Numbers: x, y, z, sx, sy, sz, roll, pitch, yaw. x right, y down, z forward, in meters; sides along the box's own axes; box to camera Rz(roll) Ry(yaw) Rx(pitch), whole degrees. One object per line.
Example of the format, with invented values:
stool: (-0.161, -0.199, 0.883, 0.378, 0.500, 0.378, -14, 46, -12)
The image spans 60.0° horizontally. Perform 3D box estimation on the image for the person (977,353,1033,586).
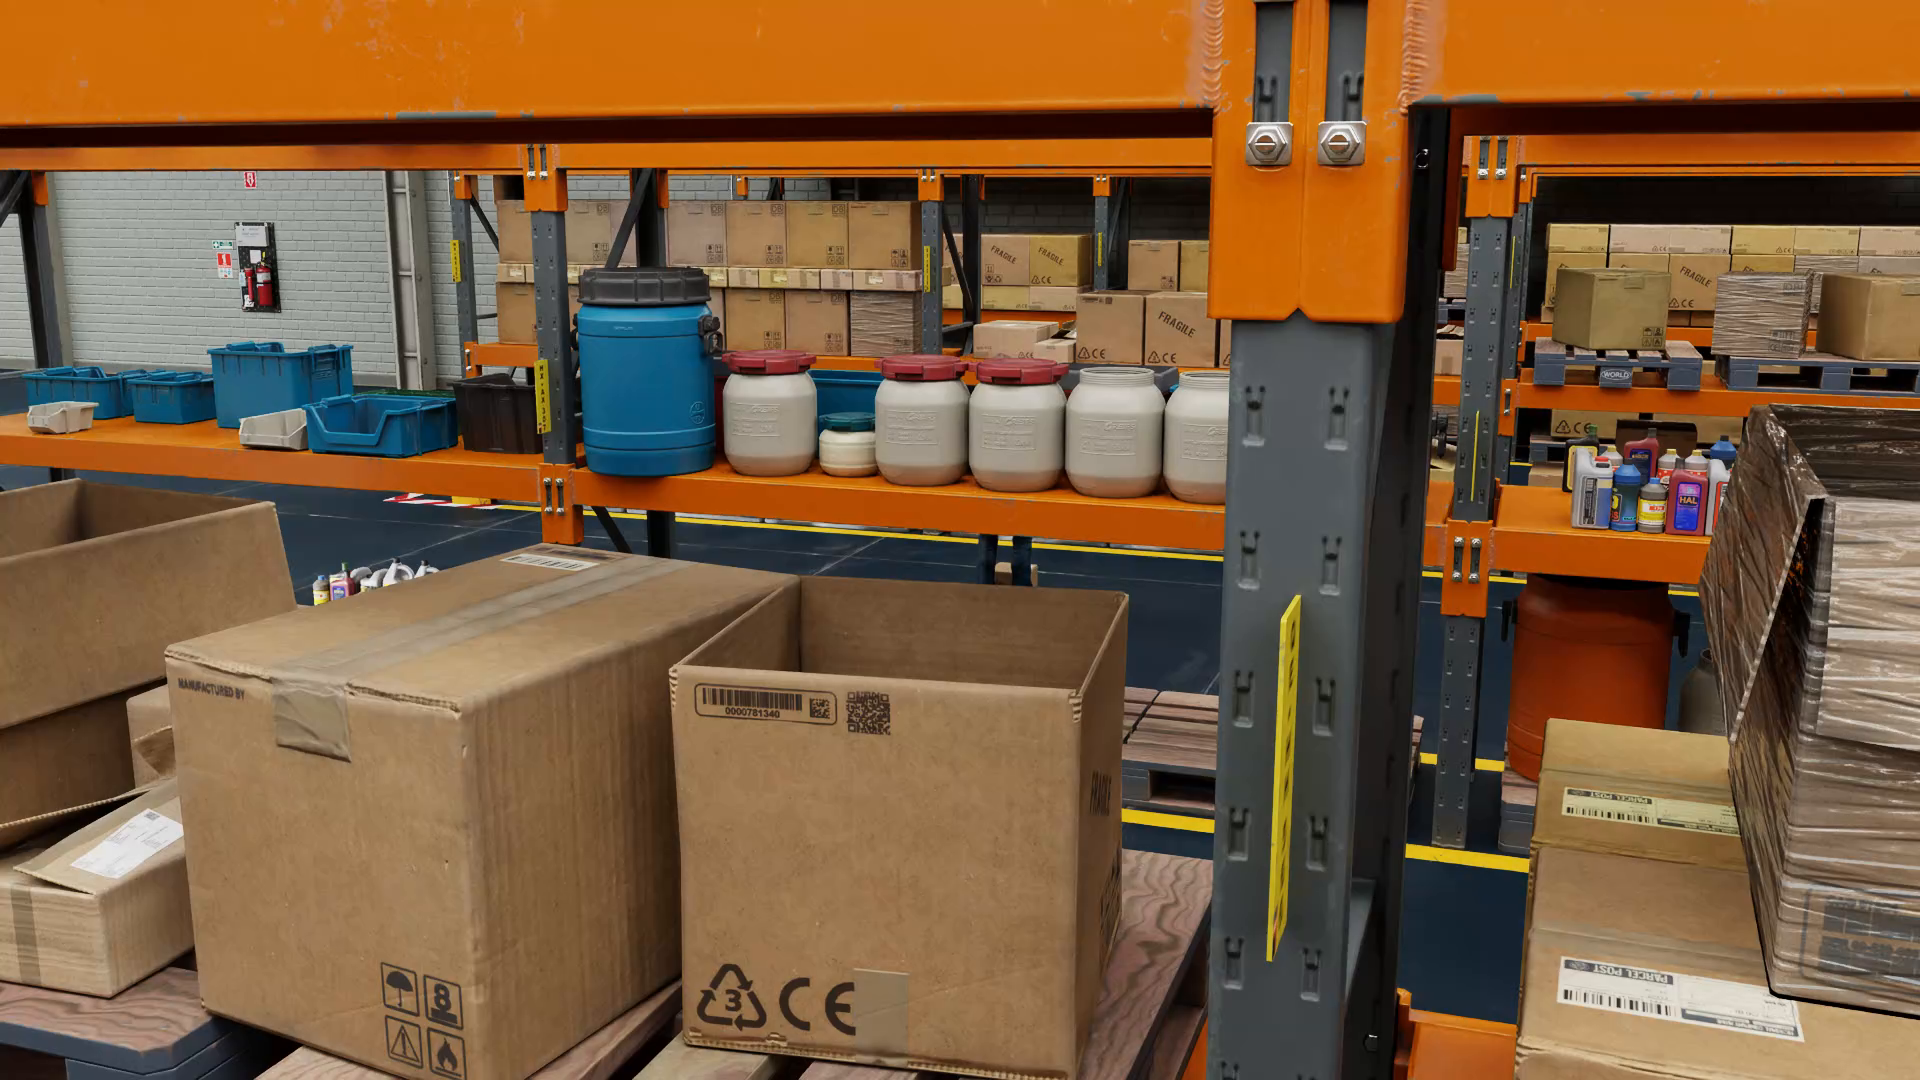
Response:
person: (0.254, -0.314, 9.953, 0.484, 1.592, 0.346, 3, 13, 15)
